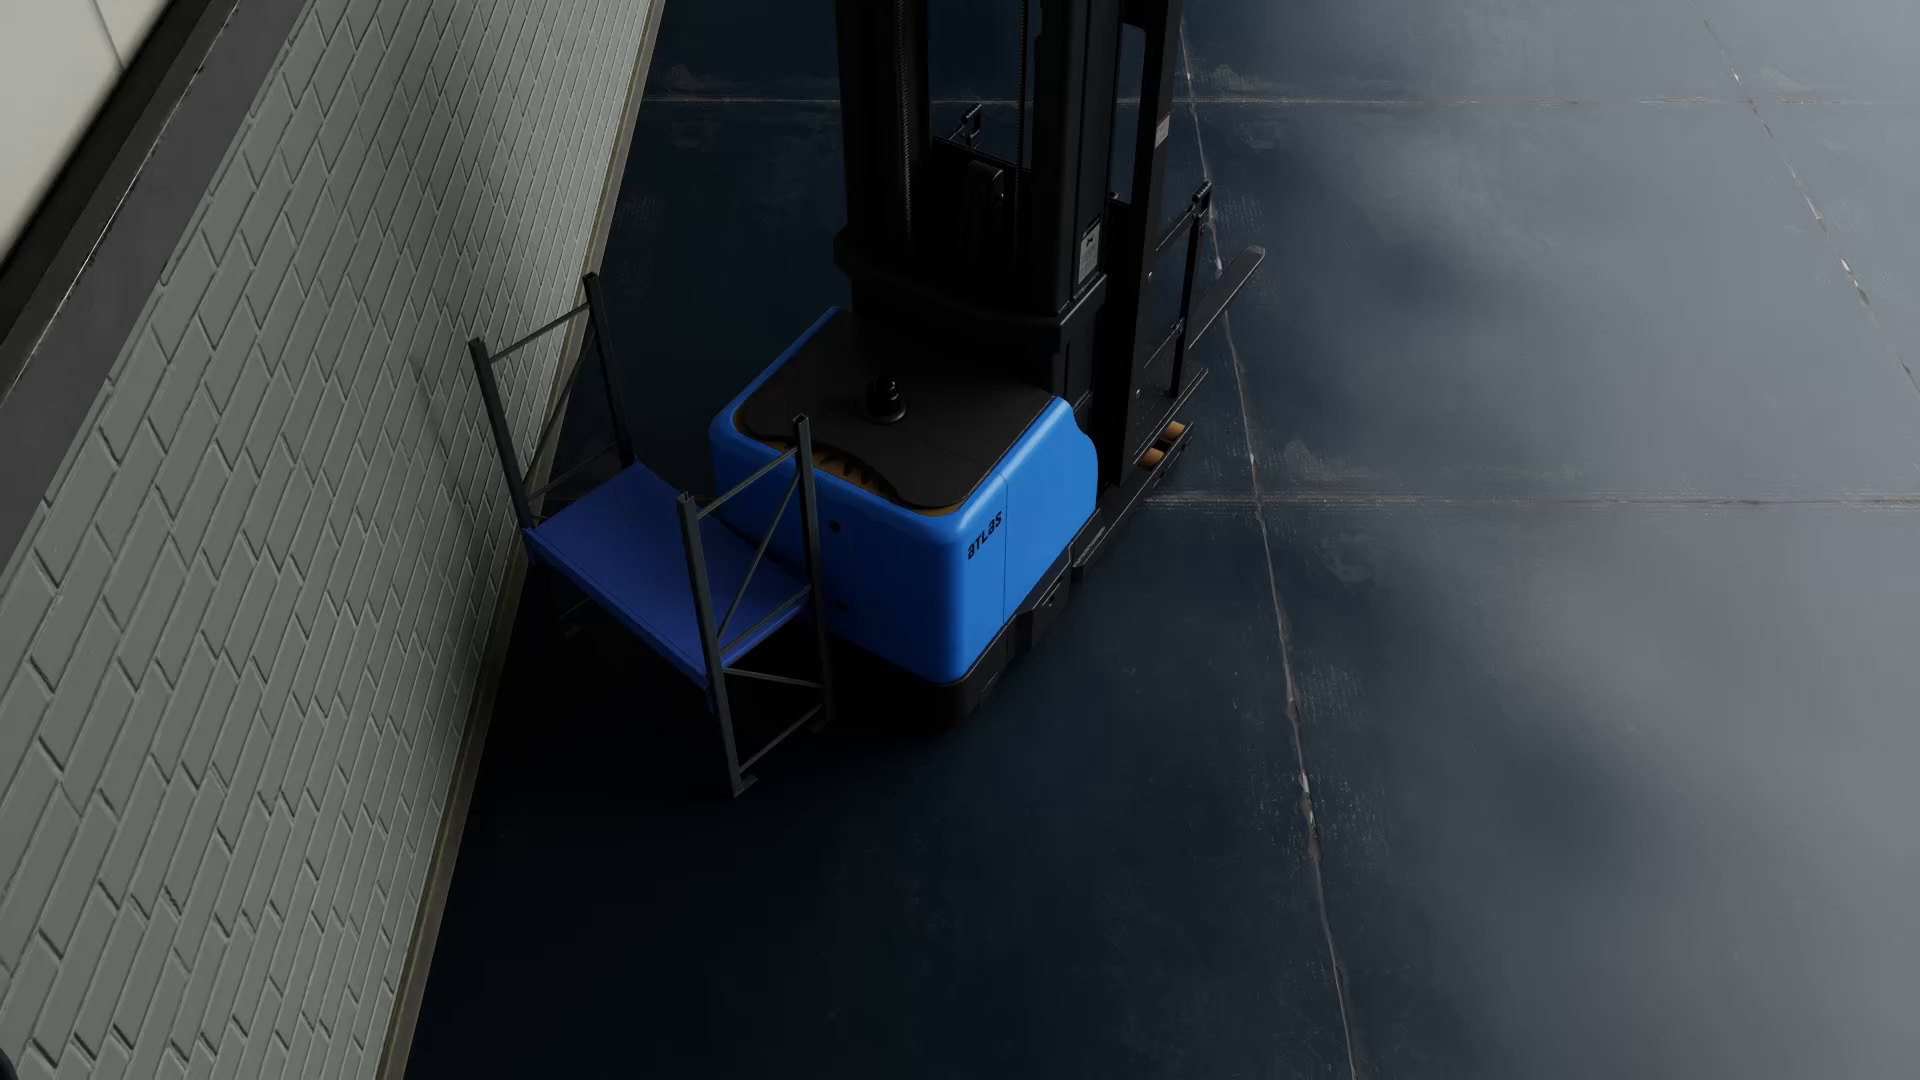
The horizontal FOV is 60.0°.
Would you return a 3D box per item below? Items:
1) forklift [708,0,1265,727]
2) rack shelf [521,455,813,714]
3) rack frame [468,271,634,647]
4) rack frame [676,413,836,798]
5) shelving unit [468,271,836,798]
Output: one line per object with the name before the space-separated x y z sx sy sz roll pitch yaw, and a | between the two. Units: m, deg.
forklift | 0.330 -1.385 6.037 1.130 2.935 3.031 25 52 21
rack shelf | -1.013 0.134 5.847 1.000 0.185 0.538 34 56 28
rack frame | -1.384 -0.243 5.952 0.032 1.500 0.500 34 56 28
rack frame | -0.642 0.265 5.478 0.032 1.500 0.500 34 56 28
shelving unit | -1.013 0.011 5.715 1.048 1.500 0.538 34 56 28
